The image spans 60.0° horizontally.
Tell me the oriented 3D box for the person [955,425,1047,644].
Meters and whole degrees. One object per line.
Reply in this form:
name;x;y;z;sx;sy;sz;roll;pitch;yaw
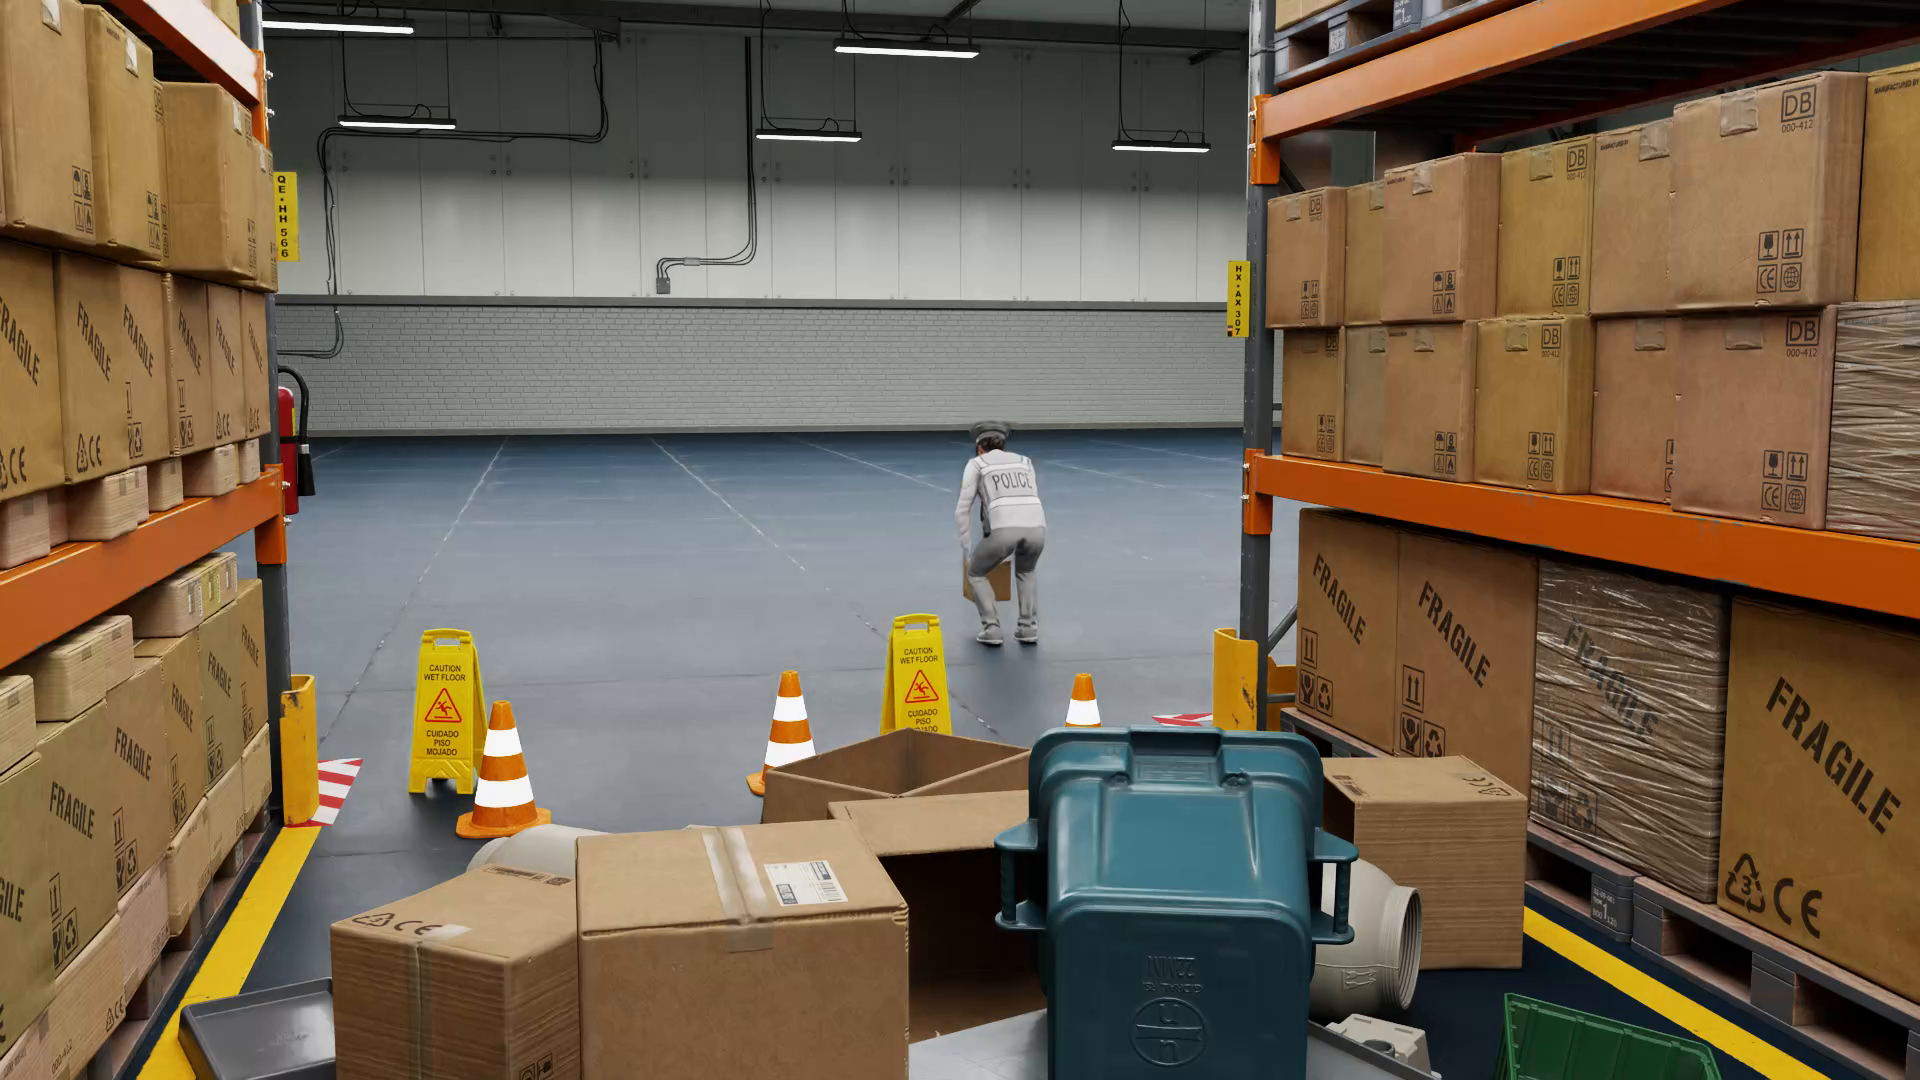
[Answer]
person;0.246;-0.036;10.121;0.534;1.322;0.737;-2;6;-14
